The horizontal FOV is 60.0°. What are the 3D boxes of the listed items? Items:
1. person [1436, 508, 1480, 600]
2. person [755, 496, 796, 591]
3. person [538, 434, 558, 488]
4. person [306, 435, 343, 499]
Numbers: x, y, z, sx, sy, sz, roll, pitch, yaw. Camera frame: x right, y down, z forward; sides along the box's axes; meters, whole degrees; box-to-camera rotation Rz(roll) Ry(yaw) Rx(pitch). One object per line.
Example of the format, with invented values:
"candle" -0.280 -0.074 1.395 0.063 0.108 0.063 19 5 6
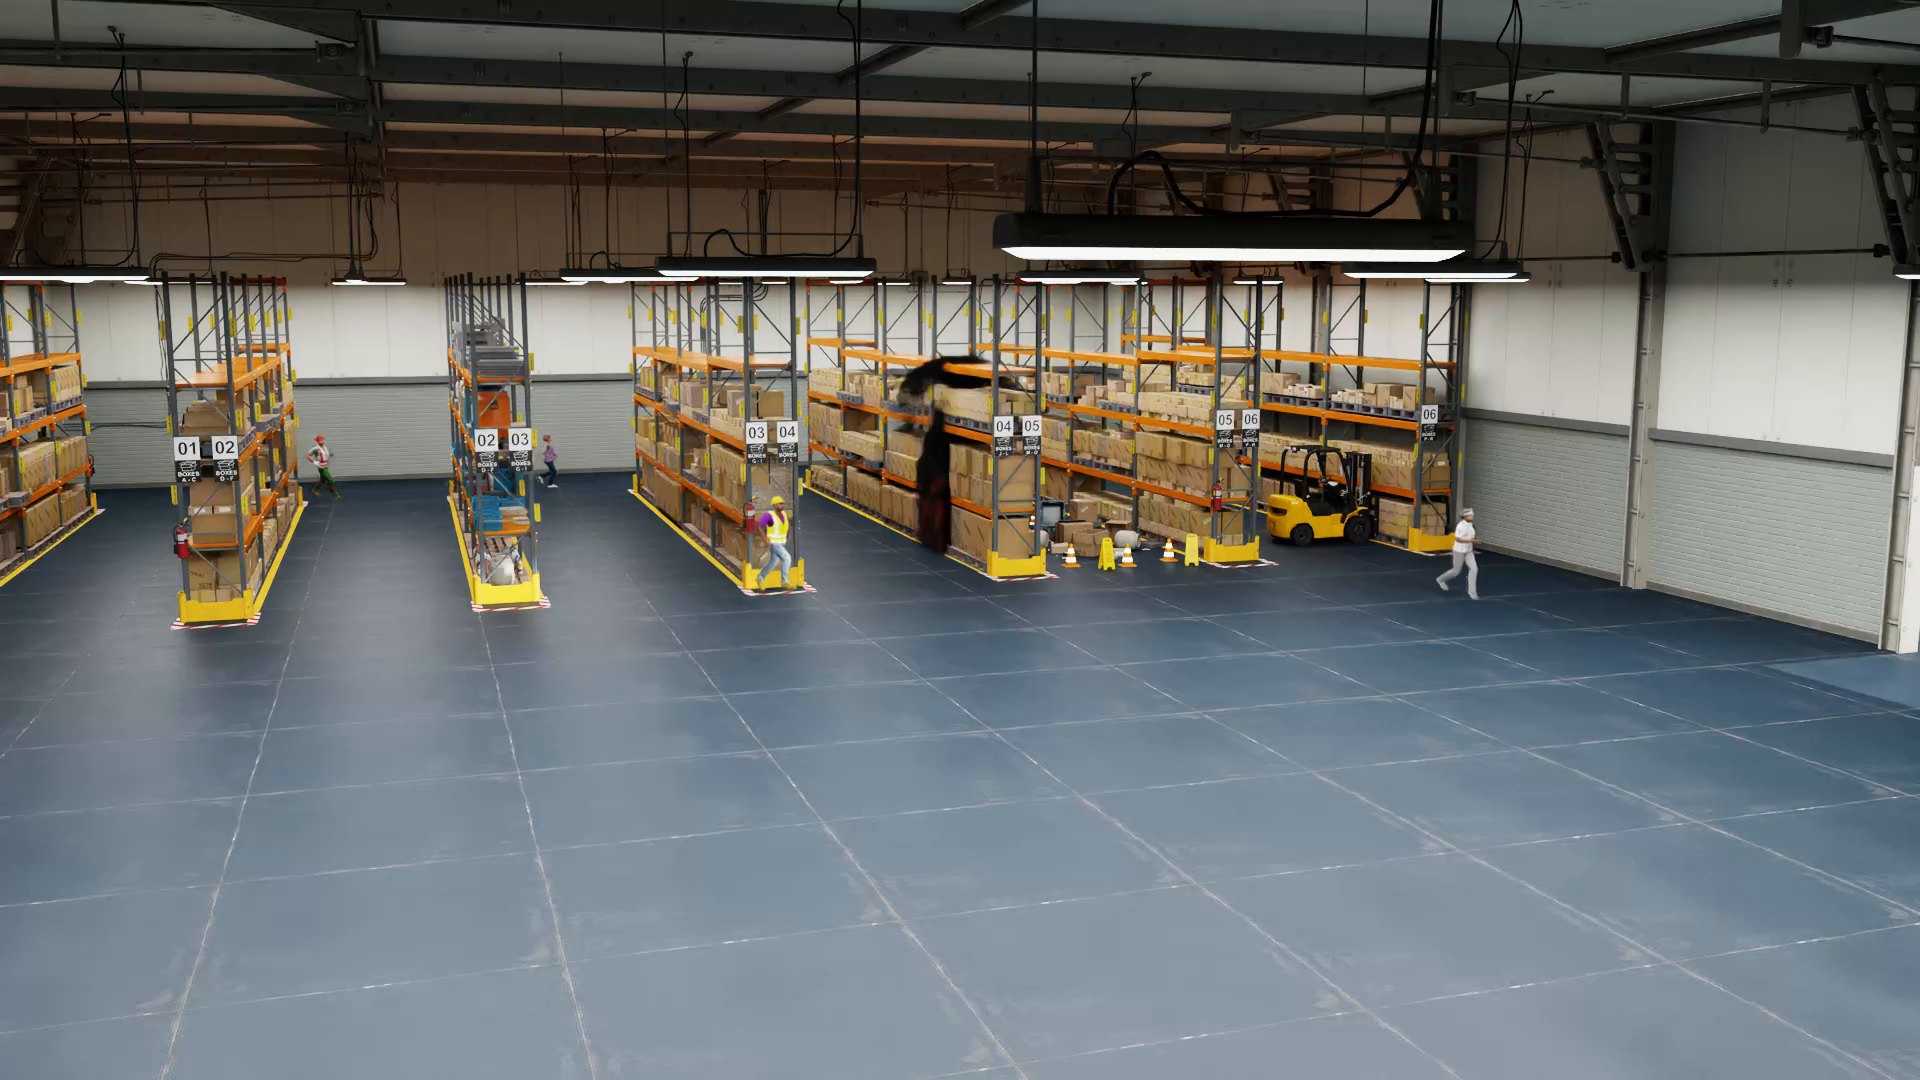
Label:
"person" 9.356 0.246 31.060 0.593 1.743 0.889 -7 11 -41
"person" -3.371 0.075 30.548 0.941 1.780 0.695 5 10 30
"person" -11.924 -2.283 48.029 0.567 1.548 0.535 -1 9 -5
"person" -17.366 -1.969 45.222 0.911 1.773 0.663 1 9 7
